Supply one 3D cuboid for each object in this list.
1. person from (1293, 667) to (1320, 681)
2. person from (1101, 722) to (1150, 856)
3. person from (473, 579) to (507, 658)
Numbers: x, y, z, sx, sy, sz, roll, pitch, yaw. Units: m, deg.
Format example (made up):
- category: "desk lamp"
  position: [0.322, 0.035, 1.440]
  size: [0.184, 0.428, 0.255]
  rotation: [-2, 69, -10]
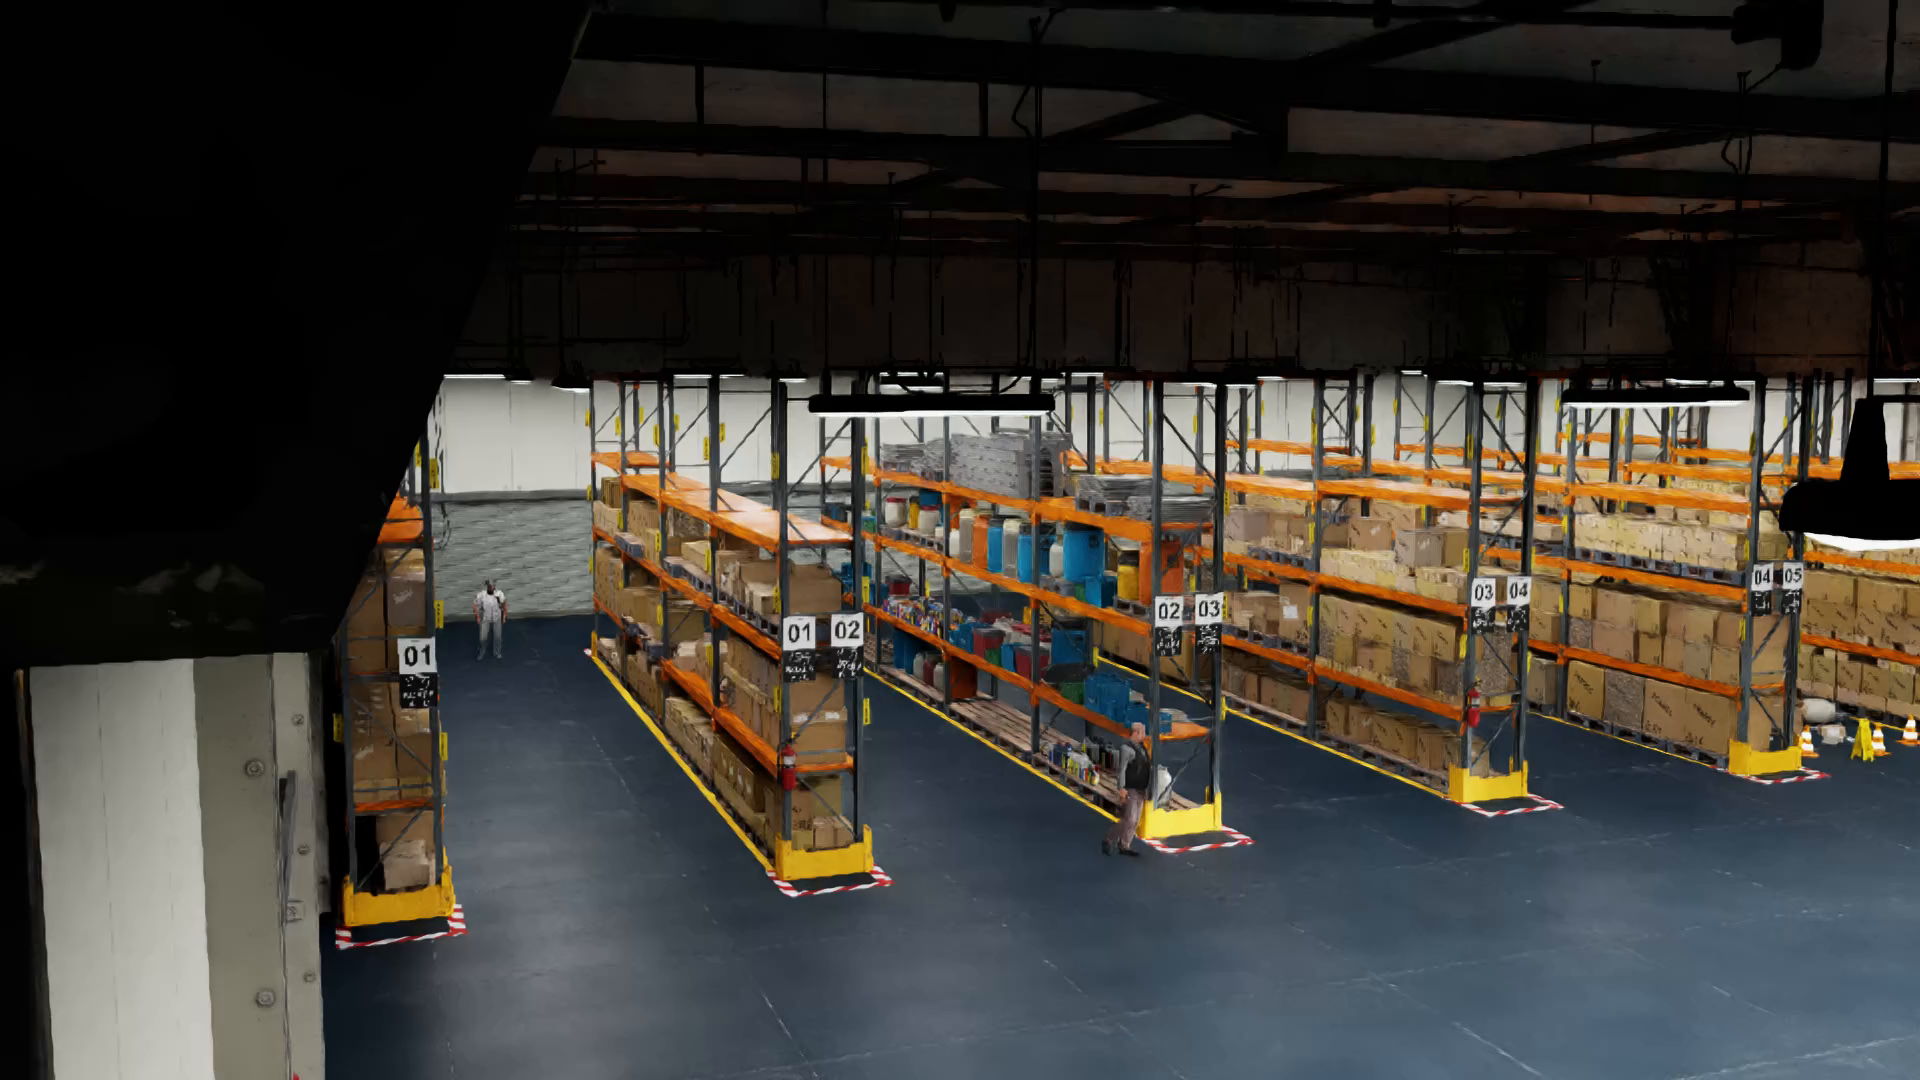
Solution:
- category: "person"
  position: [6.486, 2.099, 31.071]
  size: [0.417, 1.517, 1.037]
  rotation: [-2, 7, -18]
- category: "person"
  position: [2.093, 3.150, 21.007]
  size: [0.511, 1.704, 0.707]
  rotation: [4, 7, 32]
- category: "person"
  position: [-9.772, 1.624, 34.614]
  size: [0.682, 1.715, 0.536]
  rotation: [-3, 7, -22]
